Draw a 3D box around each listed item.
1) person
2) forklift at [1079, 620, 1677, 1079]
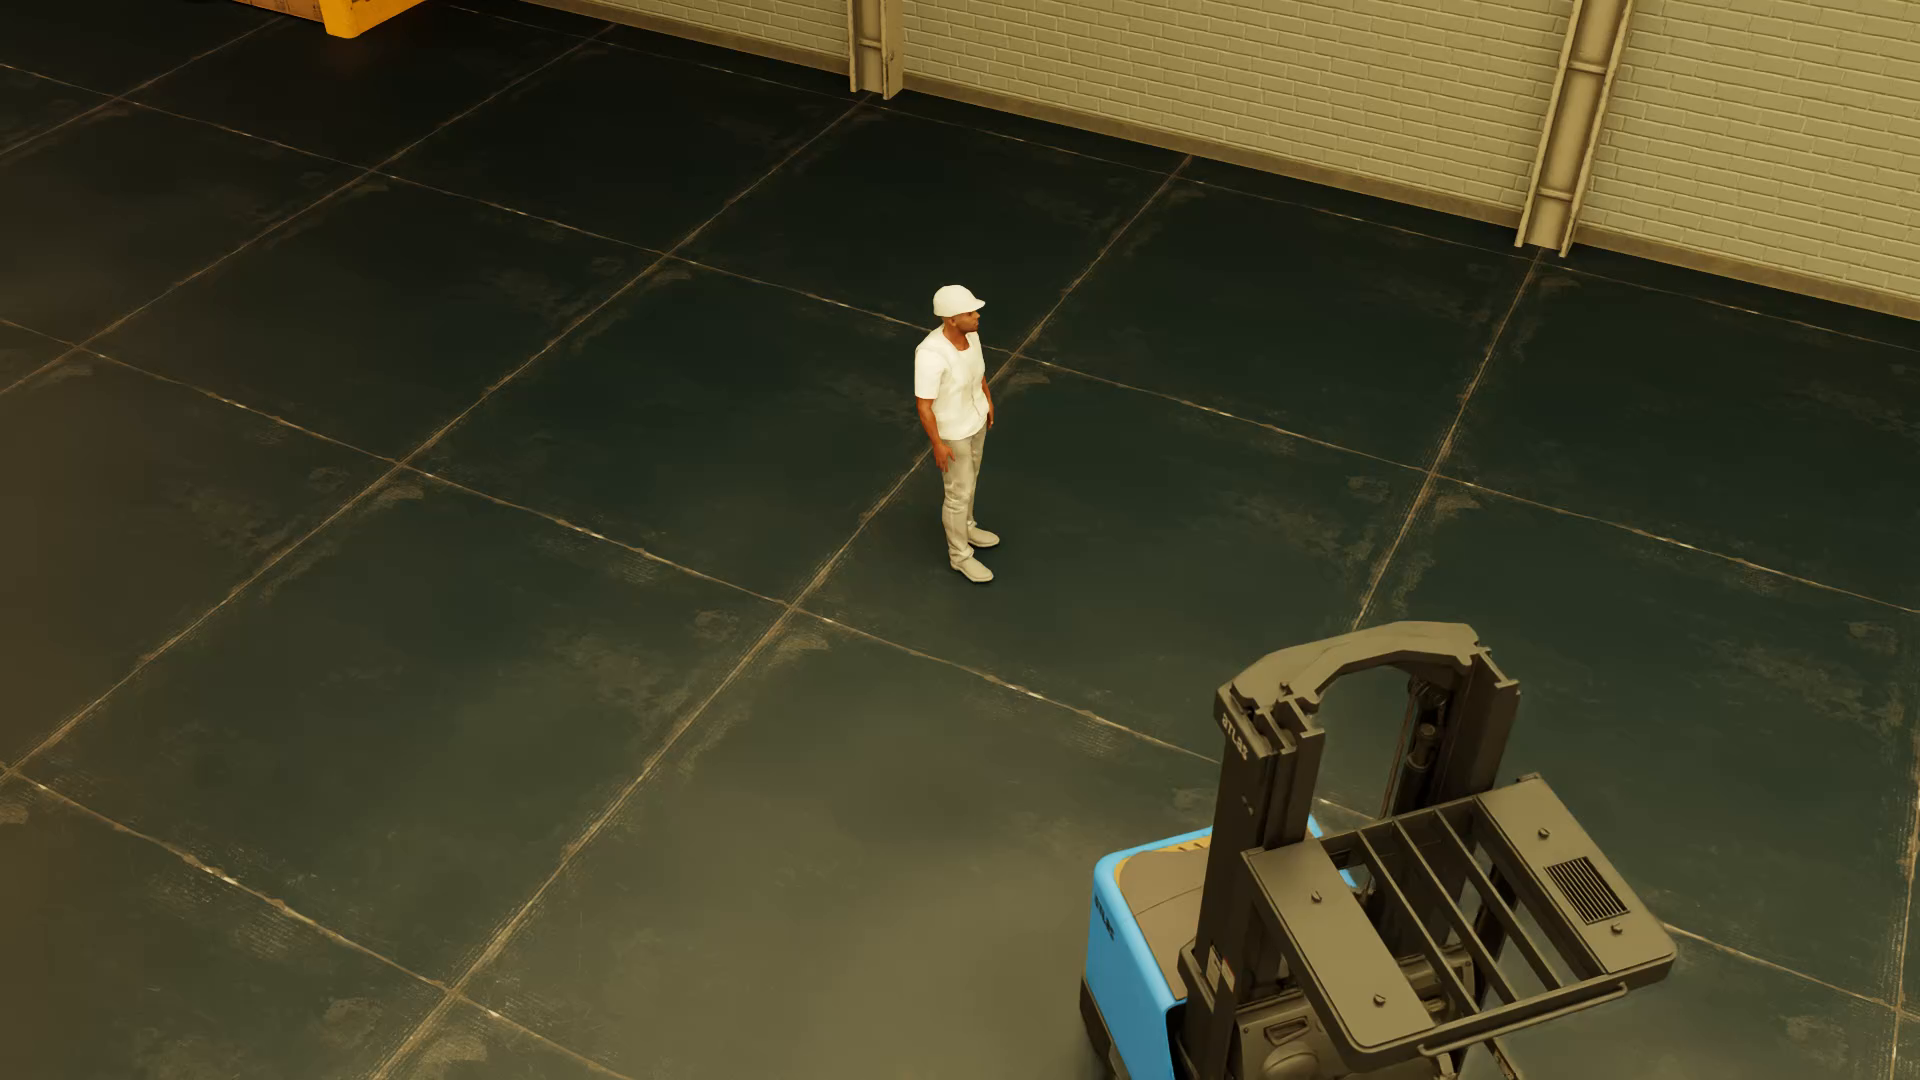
[{"bbox_3d":[0.059,-0.655,9.662,0.577,1.759,0.665,18,43,21],"label":"person"},{"bbox_3d":[1.491,1.844,5.797,1.130,2.935,3.031,-12,42,-14],"label":"forklift"}]
